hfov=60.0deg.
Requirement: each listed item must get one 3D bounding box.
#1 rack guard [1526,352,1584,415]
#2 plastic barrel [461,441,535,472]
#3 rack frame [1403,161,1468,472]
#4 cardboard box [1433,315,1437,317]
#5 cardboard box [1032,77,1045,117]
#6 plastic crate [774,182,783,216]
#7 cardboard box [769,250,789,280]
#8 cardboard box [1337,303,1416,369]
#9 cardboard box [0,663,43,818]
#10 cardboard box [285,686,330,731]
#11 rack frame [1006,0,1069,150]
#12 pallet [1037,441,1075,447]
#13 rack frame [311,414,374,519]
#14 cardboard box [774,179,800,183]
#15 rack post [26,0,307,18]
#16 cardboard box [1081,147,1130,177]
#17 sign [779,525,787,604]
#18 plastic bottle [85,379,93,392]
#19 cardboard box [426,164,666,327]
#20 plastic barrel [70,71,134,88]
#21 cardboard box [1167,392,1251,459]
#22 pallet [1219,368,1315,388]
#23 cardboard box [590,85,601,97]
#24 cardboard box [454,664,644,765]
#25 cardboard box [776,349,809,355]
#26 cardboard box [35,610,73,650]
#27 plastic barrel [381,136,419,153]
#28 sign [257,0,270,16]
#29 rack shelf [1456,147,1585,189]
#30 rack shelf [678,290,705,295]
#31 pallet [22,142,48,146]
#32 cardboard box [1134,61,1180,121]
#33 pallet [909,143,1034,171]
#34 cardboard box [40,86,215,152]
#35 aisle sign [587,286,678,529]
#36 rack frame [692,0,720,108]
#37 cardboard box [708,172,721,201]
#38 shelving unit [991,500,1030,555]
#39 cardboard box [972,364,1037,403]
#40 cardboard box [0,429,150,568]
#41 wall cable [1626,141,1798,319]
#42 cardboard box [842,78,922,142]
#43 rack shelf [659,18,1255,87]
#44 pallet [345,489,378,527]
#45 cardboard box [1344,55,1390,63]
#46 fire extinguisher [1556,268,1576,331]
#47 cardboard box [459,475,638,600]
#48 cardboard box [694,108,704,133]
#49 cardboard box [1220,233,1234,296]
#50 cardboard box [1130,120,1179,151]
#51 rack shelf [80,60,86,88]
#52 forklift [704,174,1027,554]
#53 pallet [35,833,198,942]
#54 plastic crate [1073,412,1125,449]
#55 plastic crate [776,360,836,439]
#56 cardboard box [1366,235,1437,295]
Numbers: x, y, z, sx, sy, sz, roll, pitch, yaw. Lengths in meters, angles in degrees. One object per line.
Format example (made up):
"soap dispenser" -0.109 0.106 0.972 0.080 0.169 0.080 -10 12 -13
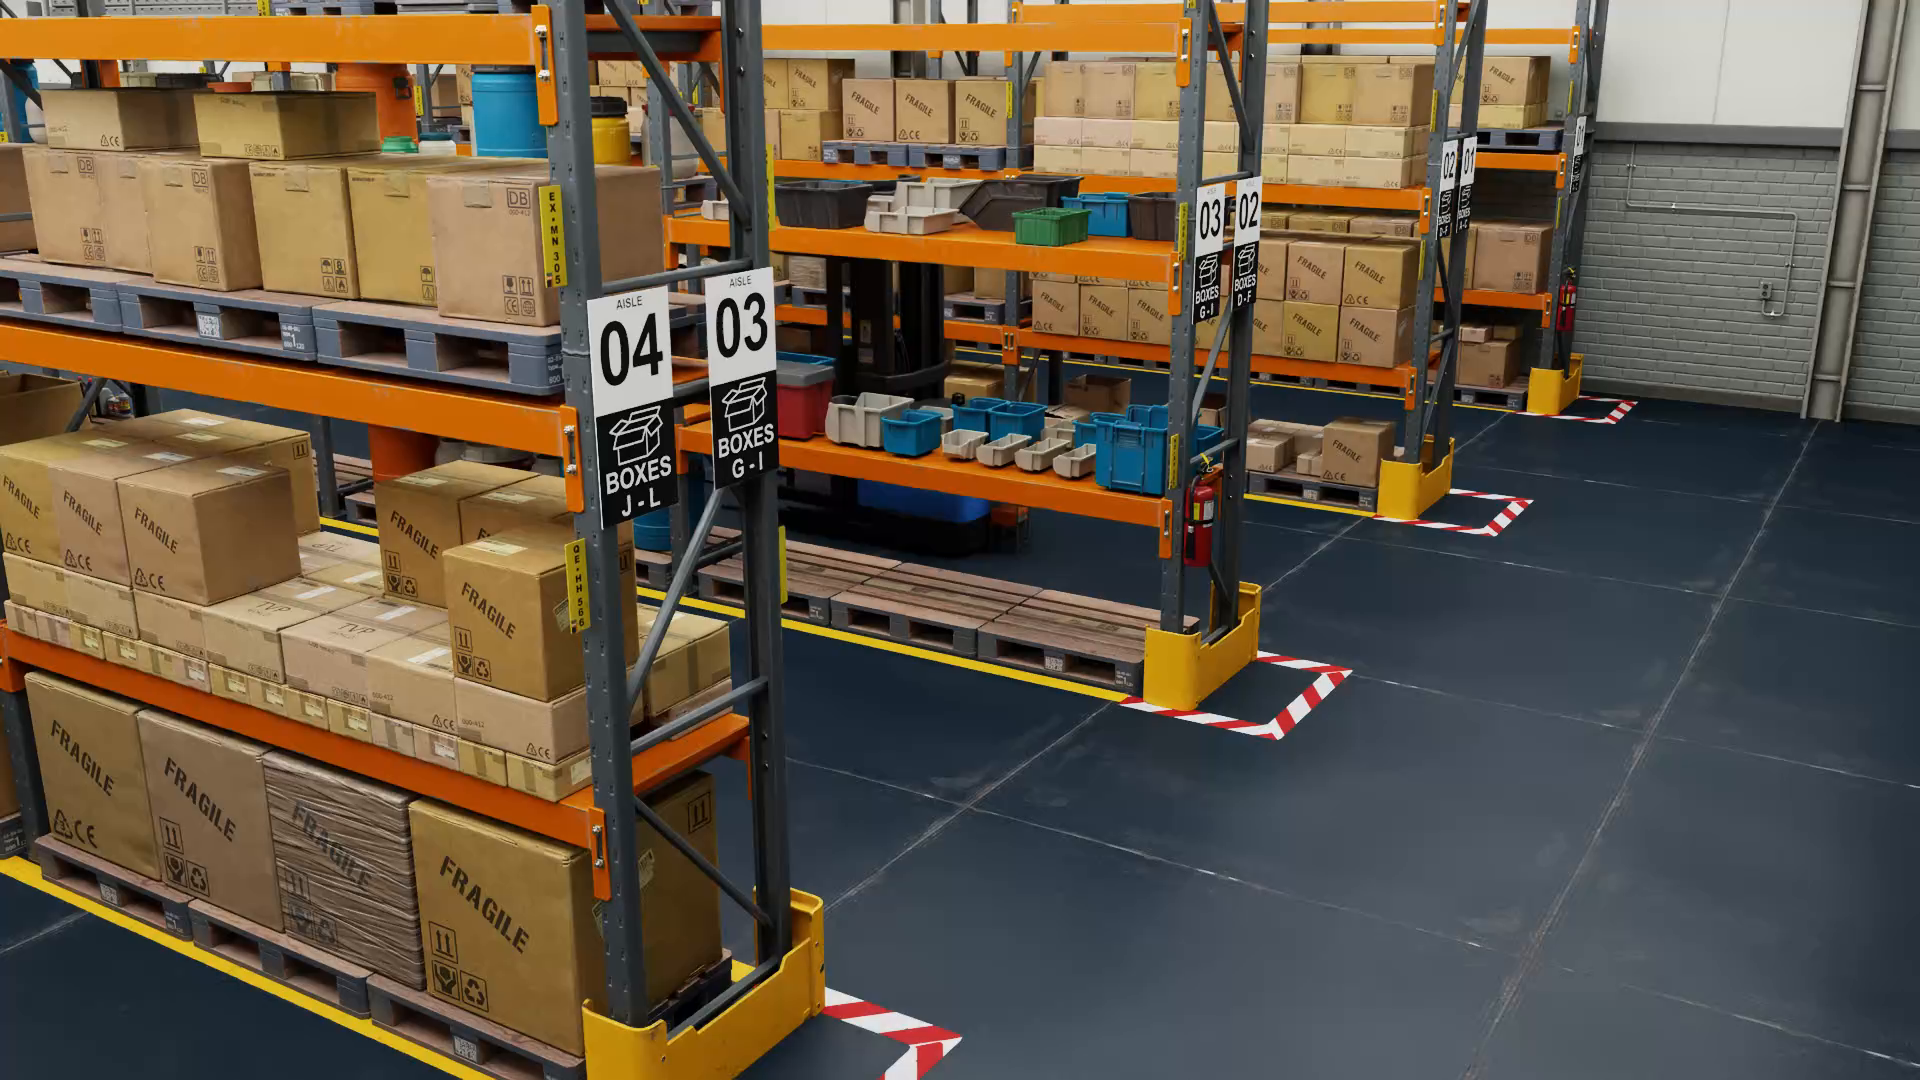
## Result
"rack guard" 6.765 -1.785 18.896 0.348 0.500 1.175 10 20 30
"plastic barrel" -3.869 -0.553 13.966 0.708 0.588 0.600 10 20 30
"rack frame" 4.155 -1.757 14.504 0.127 3.000 1.000 10 20 30
"cardboard box" 5.445 -2.565 19.627 0.250 0.149 0.380 10 20 31
"cardboard box" 1.315 -5.680 21.330 0.500 0.500 0.700 11 20 33
"plastic crate" -1.329 -2.483 12.099 0.662 0.188 0.450 10 20 30
"cardboard box" -2.066 -3.155 18.211 0.500 0.500 0.700 4 17 12
"cardboard box" 3.631 -1.805 14.492 0.500 0.500 0.500 11 20 32
"cardboard box" -4.996 0.811 8.984 0.875 0.875 1.225 10 20 30
"cardboard box" -2.600 0.649 7.015 0.250 0.149 0.380 10 20 30
"rack frame" 0.747 -5.236 15.635 0.127 3.000 1.000 10 20 30
"pallet" 1.332 -0.926 16.567 1.213 0.211 1.003 10 20 30
"rack frame" -5.257 -1.747 14.473 0.127 3.000 1.000 10 20 30
"cardboard box" -2.593 -4.895 23.907 0.500 0.500 0.700 13 21 36
"rack post" -6.943 -5.044 14.659 3.121 1.000 1.013 10 20 30
"cardboard box" 1.456 -3.516 15.394 0.500 0.250 0.500 10 20 30
"sign" -0.737 0.107 6.741 0.005 0.325 0.100 10 20 30
"plastic bottle" -9.136 -1.524 17.540 0.185 0.351 0.144 11 20 32
"cardboard box" -1.503 -1.102 6.119 0.500 0.500 0.700 9 19 27
"plastic barrel" -8.119 -4.007 15.889 0.708 0.901 0.600 10 20 30
"cardboard box" 2.351 -1.097 15.869 0.637 0.503 0.797 10 20 30
"pallet" 3.943 -2.123 20.508 1.213 0.211 1.003 10 20 30
"cardboard box" -5.384 -6.553 24.926 0.500 0.500 0.500 12 20 33
"cardboard box" -1.584 0.618 6.433 0.500 0.250 0.500 10 19 29
"cardboard box" -1.974 -1.770 18.091 0.500 0.500 0.500 9 19 28
"cardboard box" -4.139 0.375 7.917 0.250 0.149 0.380 9 19 28
"plastic barrel" -4.474 -3.091 13.280 0.294 0.245 0.294 0 17 0
"sign" -5.539 -4.326 13.196 0.005 0.325 0.100 10 20 30
"rack shelf" 5.040 -4.379 19.215 4.000 0.370 1.077 10 20 30
"rack shelf" -4.366 -2.934 19.616 4.000 0.370 1.077 10 20 30
"pallet" -9.332 -3.786 16.349 1.003 0.211 1.213 10 20 30
"cardboard box" 1.962 -4.077 15.087 0.500 0.500 0.700 10 20 30
"pallet" 0.228 -3.827 16.482 1.003 0.211 1.213 10 20 30
"cardboard box" -3.643 -1.858 7.320 0.500 0.250 0.500 9 19 27
"aisle sign" -1.128 -0.463 5.770 0.004 0.787 0.394 10 20 30
"rack frame" -3.481 -7.680 23.682 0.127 3.000 1.000 10 20 30
"cardboard box" -3.772 -5.229 24.869 0.500 0.500 0.500 10 19 29
"shelving unit" 0.410 -0.425 13.473 0.252 1.050 0.215 11 20 32
"cardboard box" 0.462 -1.514 17.247 0.500 0.500 0.500 9 19 28
"cardboard box" -4.166 -0.206 7.853 0.500 0.500 0.500 10 20 30
"wall cable" 8.331 -3.510 18.527 1.851 1.984 0.084 10 20 30
"cardboard box" -0.782 -4.394 16.959 0.600 0.600 0.600 9 19 28
"rack shelf" -0.144 -3.170 10.759 4.000 0.370 1.077 10 20 30
"pallet" -4.563 -0.304 14.517 1.213 0.211 1.003 10 20 30
"cardboard box" 4.662 -5.235 18.868 0.500 0.500 0.500 10 20 30
"fire extinguisher" 6.632 -2.632 18.158 0.183 0.674 0.296 10 20 30
"cardboard box" -1.726 0.051 7.009 0.500 0.500 0.500 10 19 29
"cardboard box" -3.078 -4.593 18.216 0.500 0.250 0.500 9 19 26
"cardboard box" 2.319 -2.515 15.108 0.500 0.500 0.500 11 20 32
"cardboard box" 1.878 -3.678 15.065 0.500 0.250 0.500 10 20 30
"rack shelf" -6.145 -2.551 8.724 4.000 0.370 1.077 10 20 30
"forklift" -0.948 -1.594 14.087 3.031 2.935 1.130 11 20 32
"pallet" -3.834 1.557 8.392 1.213 0.211 1.003 10 20 30
"plastic crate" 0.961 -0.698 11.204 0.300 0.233 0.416 10 20 30
"plastic crate" -1.219 -1.000 11.800 0.583 0.464 0.402 10 20 30
"cardboard box" 3.915 -2.416 14.781 0.500 0.500 0.500 11 20 32
